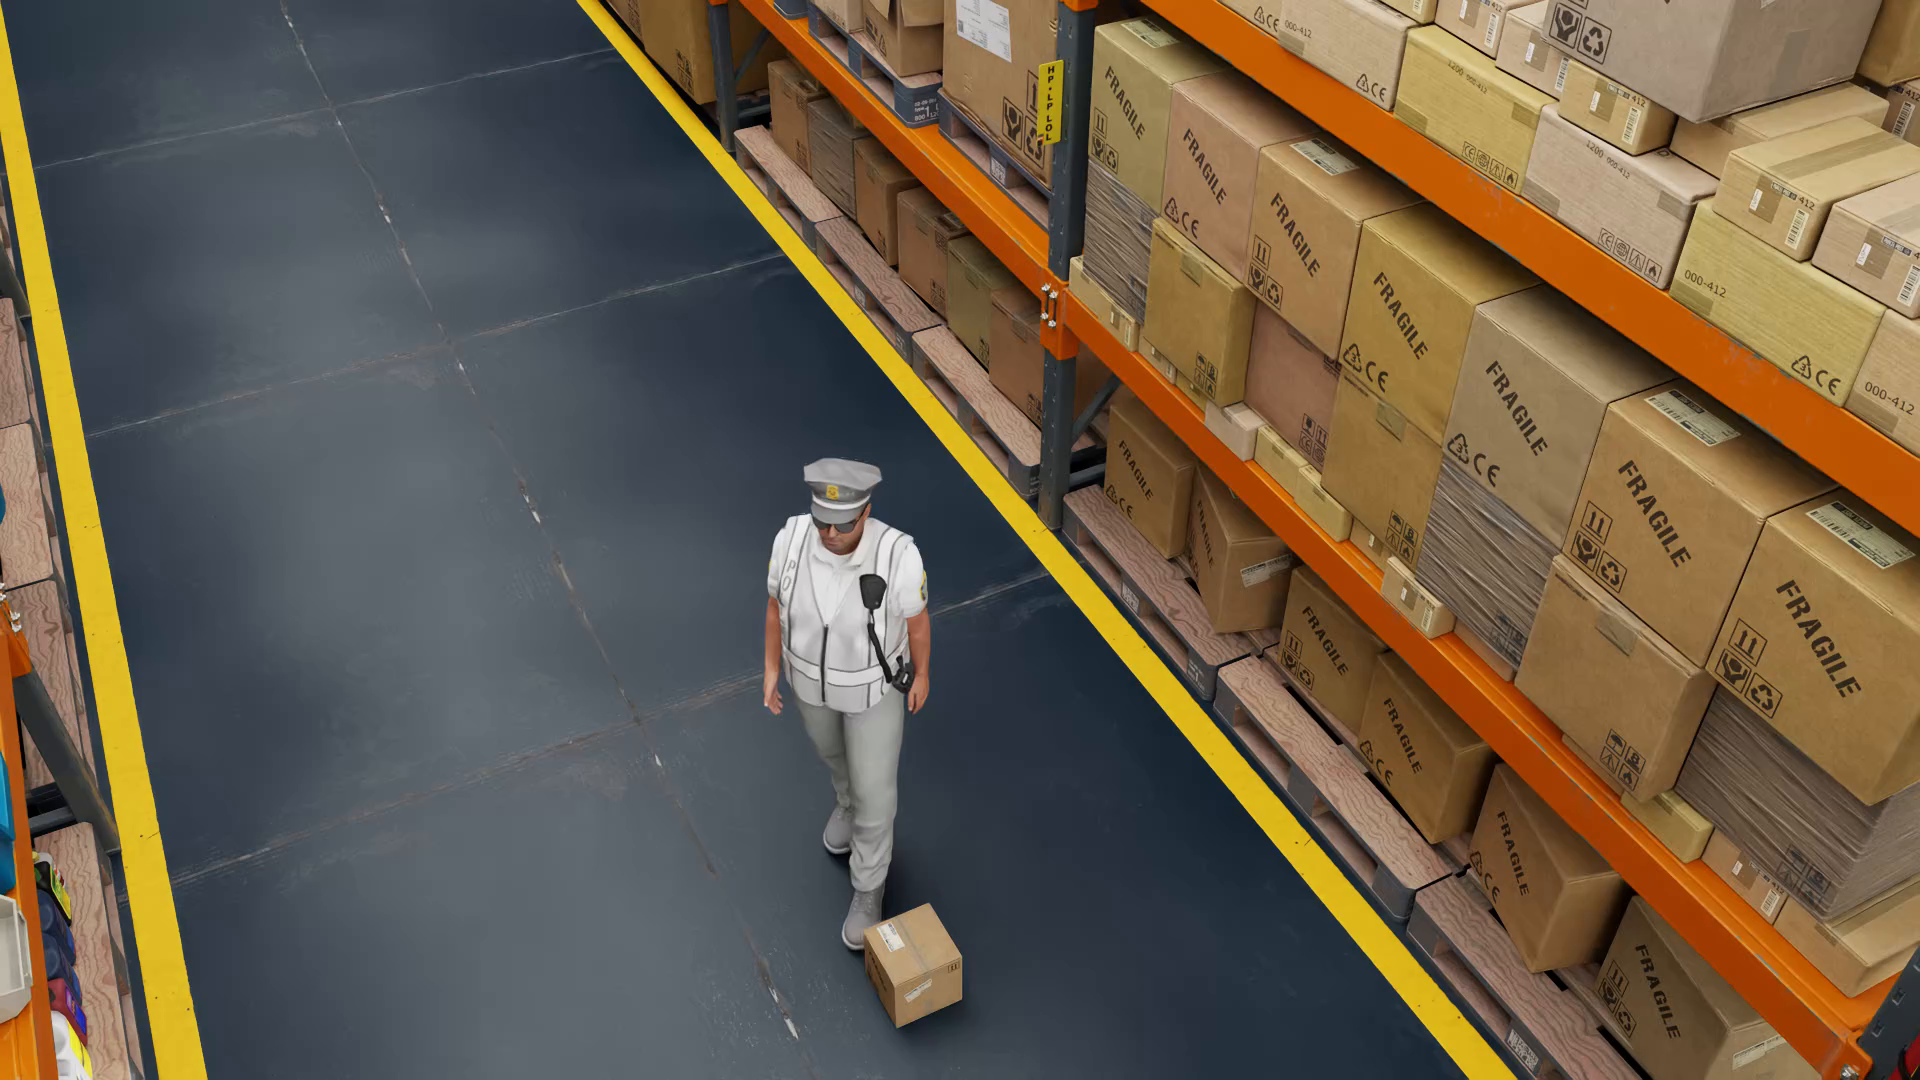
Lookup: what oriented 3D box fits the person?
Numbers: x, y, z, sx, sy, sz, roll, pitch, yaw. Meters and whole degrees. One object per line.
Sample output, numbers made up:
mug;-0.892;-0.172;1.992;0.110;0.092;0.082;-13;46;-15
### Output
person;-0.432;0.528;5.518;0.546;1.754;0.707;12;43;14
